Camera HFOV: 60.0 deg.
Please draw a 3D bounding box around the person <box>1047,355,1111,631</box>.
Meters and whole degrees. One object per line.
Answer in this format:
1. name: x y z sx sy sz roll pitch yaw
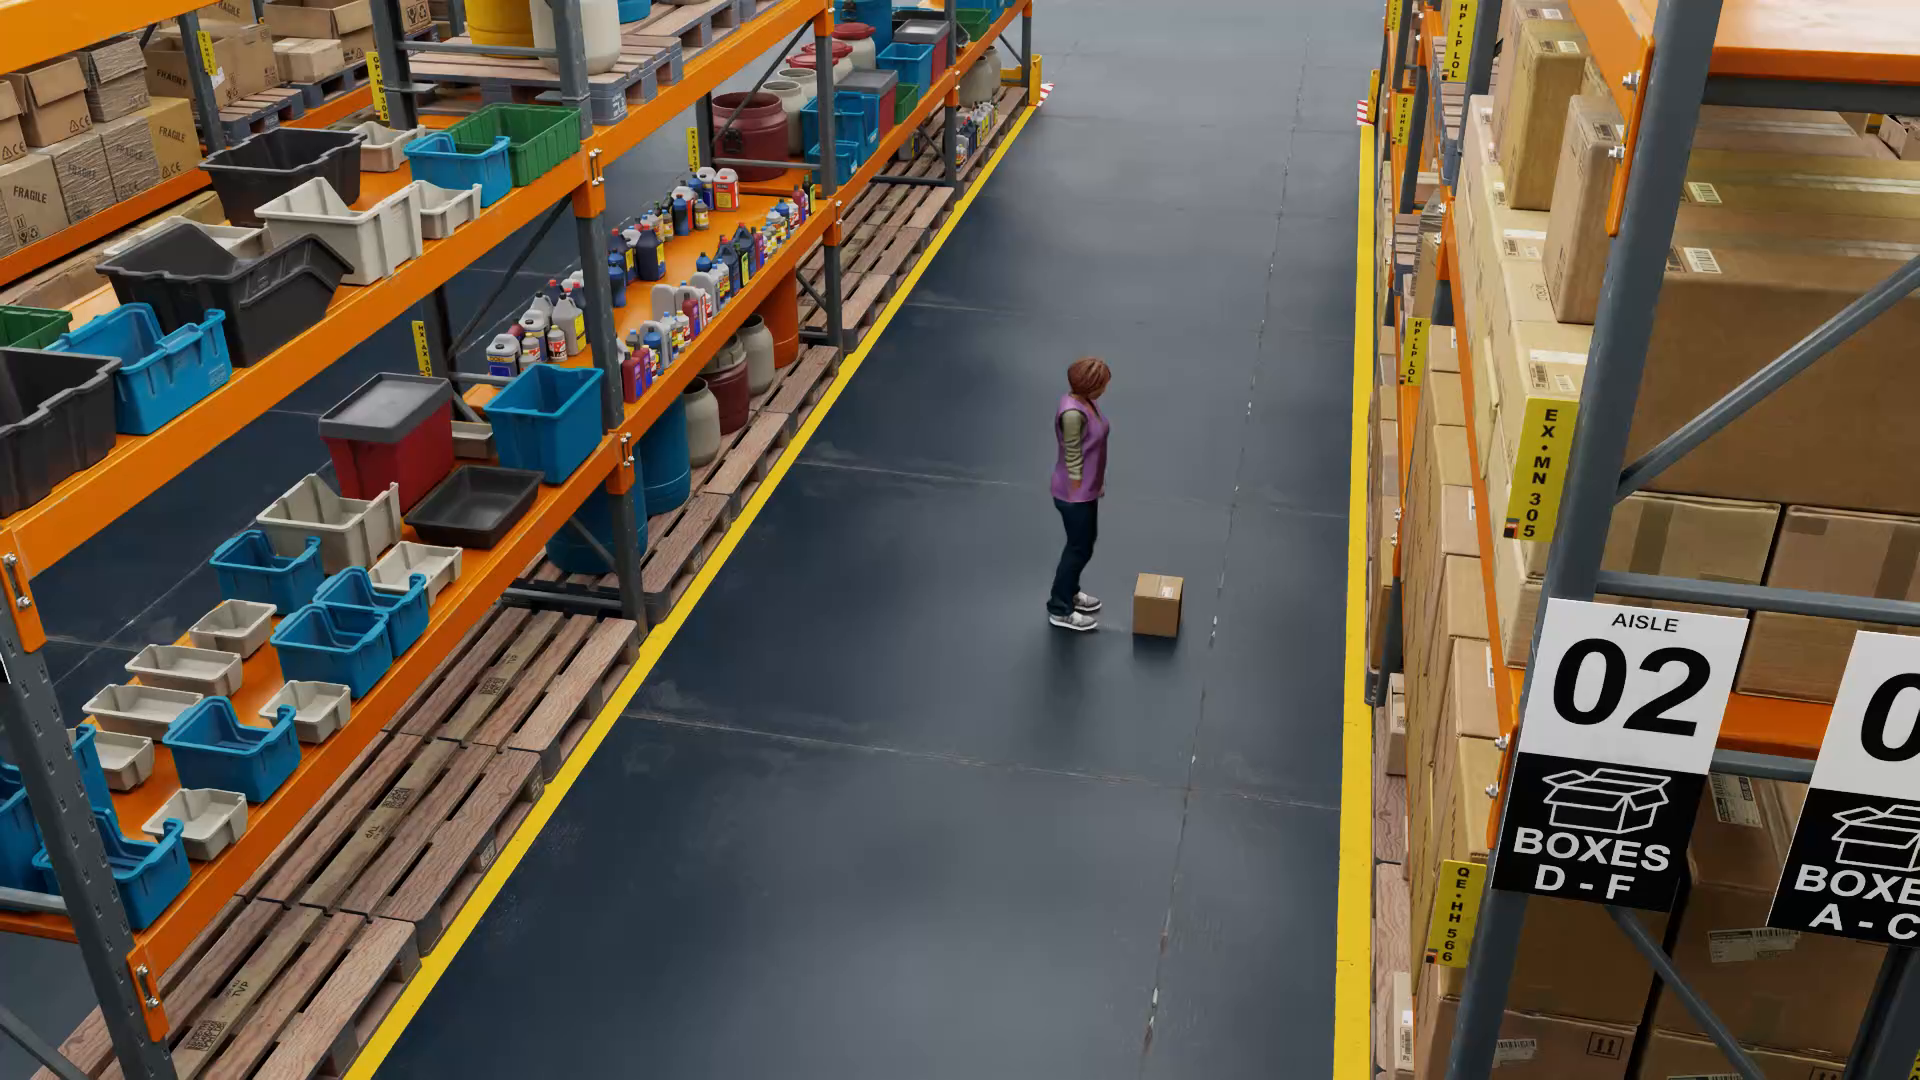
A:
1. person: 0.651 -0.268 9.123 0.306 1.576 0.409 7 30 12
